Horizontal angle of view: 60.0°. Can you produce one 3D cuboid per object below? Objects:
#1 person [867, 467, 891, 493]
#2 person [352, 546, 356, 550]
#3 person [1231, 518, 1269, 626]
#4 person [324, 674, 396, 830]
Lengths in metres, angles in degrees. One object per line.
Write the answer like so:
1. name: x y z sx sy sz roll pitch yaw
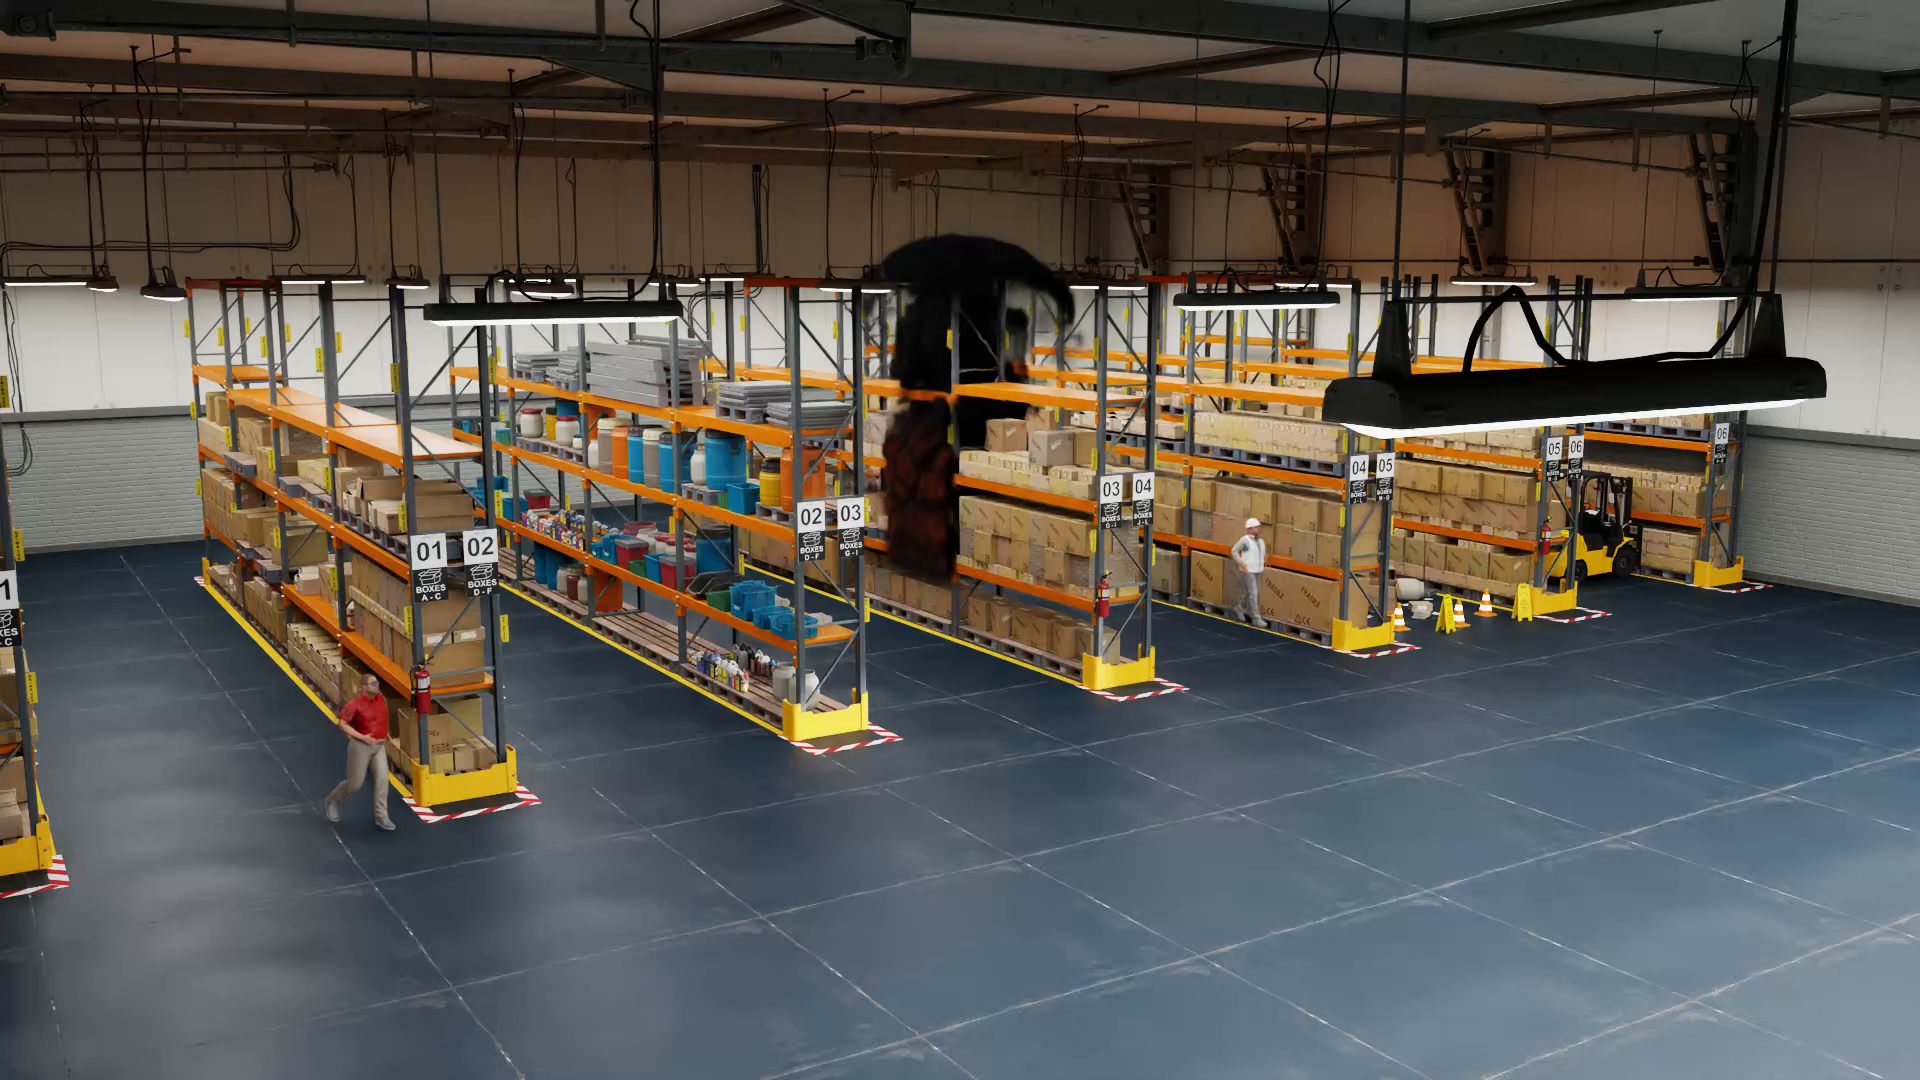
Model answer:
1. person: -1.857 -0.807 37.641 0.735 1.743 0.701 -5 11 -26
2. person: -11.643 0.101 32.386 0.661 1.704 0.954 -6 11 -32
3. person: 4.879 0.534 27.838 0.678 1.815 0.787 -8 12 -39
4. person: -6.676 2.364 18.817 0.973 1.696 0.734 5 11 29
